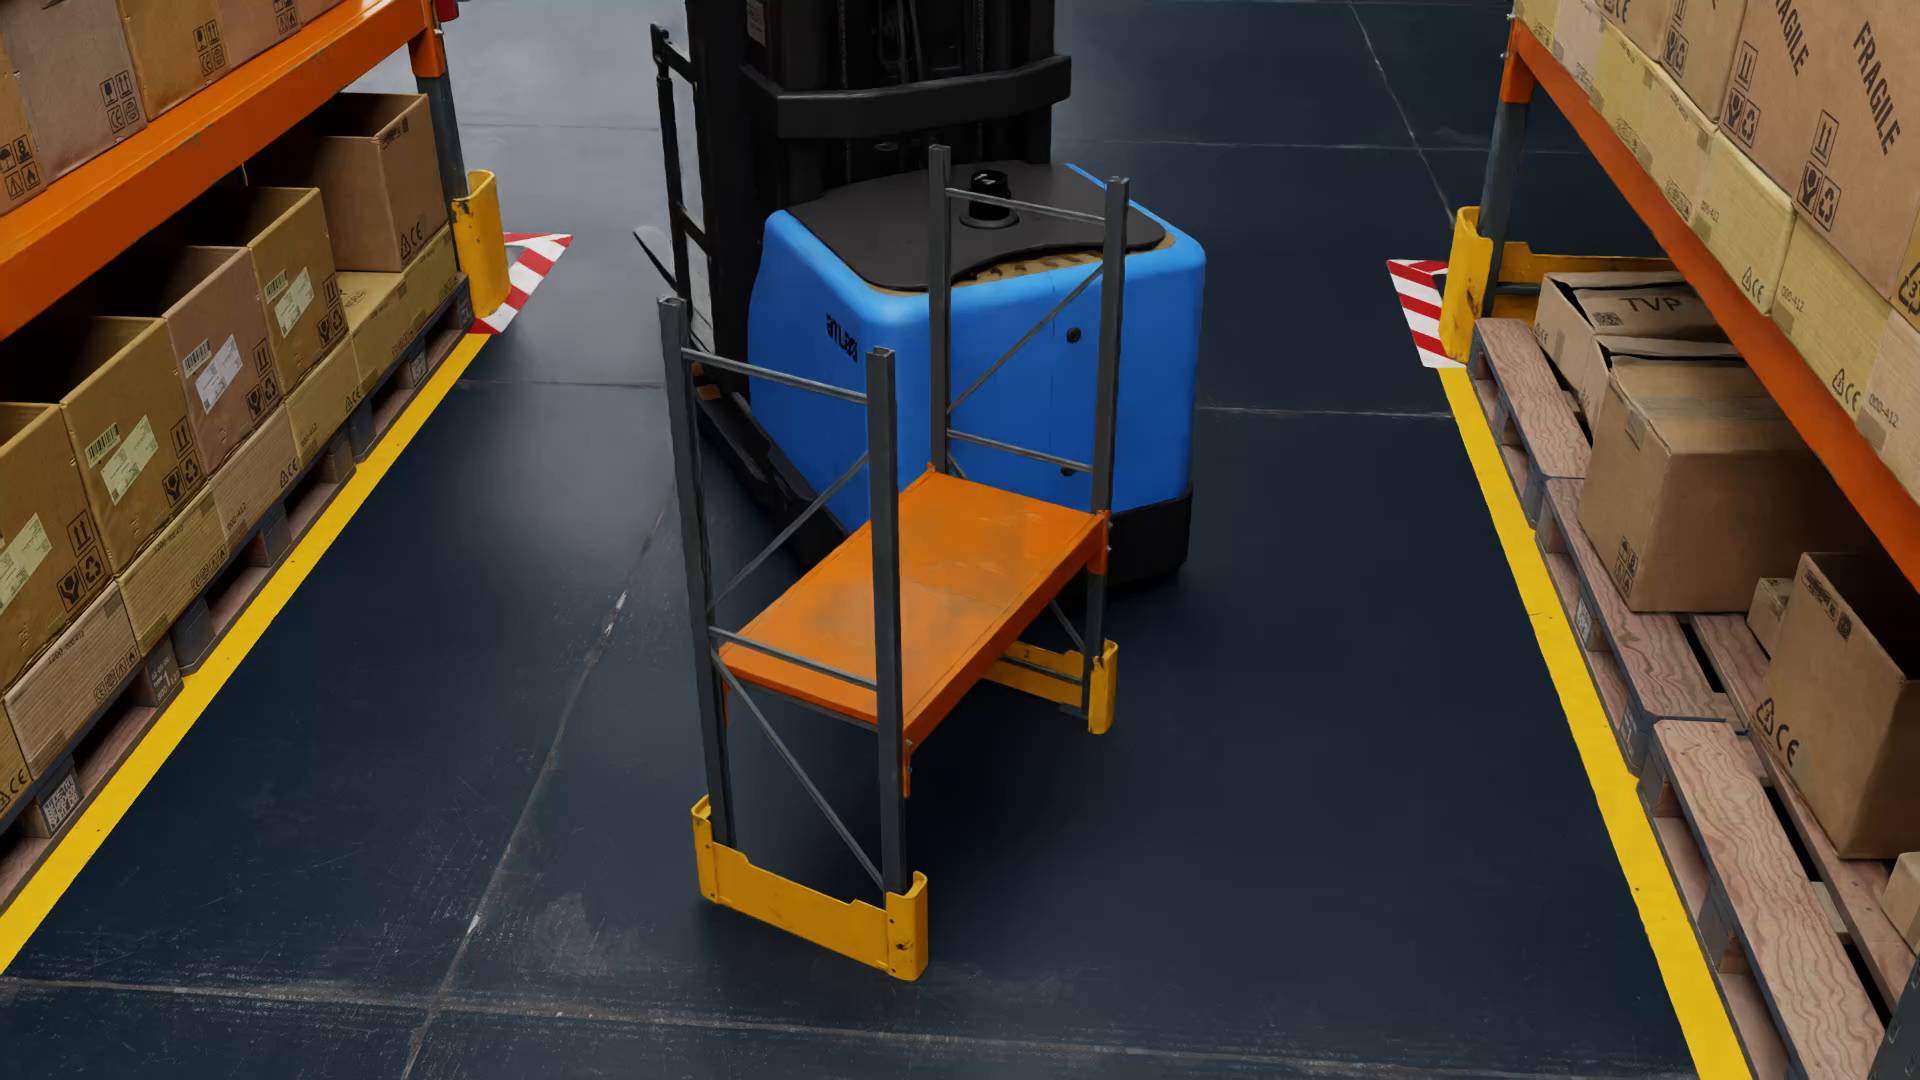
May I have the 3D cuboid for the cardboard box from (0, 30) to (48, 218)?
[{"bbox_3d":[-2.679,-0.989,3.900,0.700,0.500,0.500,3,32,5],"label":"cardboard box"}]

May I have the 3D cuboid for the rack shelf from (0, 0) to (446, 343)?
[{"bbox_3d":[-2.627,-0.915,4.562,1.077,0.370,4.000,2,32,4],"label":"rack shelf"}]

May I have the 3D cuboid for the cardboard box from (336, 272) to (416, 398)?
[{"bbox_3d":[-2.242,-0.720,5.780,0.500,0.250,0.500,2,32,4],"label":"cardboard box"}]

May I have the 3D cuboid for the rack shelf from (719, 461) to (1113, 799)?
[{"bbox_3d":[-0.095,0.167,3.892,0.538,0.185,1.000,16,35,24],"label":"rack shelf"}]

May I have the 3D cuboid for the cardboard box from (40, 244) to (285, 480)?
[{"bbox_3d":[-2.320,-0.517,4.735,0.500,0.500,0.500,2,32,4],"label":"cardboard box"}]

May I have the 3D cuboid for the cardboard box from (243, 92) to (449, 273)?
[{"bbox_3d":[-2.211,-1.301,6.009,0.500,0.500,0.500,2,32,4],"label":"cardboard box"}]

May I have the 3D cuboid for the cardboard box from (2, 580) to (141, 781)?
[{"bbox_3d":[-2.404,0.325,4.083,0.500,0.250,0.500,2,32,4],"label":"cardboard box"}]

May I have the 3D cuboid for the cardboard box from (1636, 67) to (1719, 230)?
[{"bbox_3d":[1.998,-0.958,4.069,0.500,0.250,0.500,3,32,4],"label":"cardboard box"}]

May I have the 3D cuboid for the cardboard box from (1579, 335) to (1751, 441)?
[{"bbox_3d":[2.281,-0.444,5.255,0.500,0.311,0.500,5,32,8],"label":"cardboard box"}]

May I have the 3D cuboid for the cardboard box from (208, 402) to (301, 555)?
[{"bbox_3d":[-2.324,-0.197,4.932,0.500,0.250,0.500,2,32,4],"label":"cardboard box"}]

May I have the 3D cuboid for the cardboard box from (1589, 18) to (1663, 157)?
[{"bbox_3d":[2.042,-1.222,4.498,0.500,0.250,0.500,2,32,3],"label":"cardboard box"}]

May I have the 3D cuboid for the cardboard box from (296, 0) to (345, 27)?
[{"bbox_3d":[-2.515,-2.066,5.648,0.700,0.500,0.500,2,32,4],"label":"cardboard box"}]

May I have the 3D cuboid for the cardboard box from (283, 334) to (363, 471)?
[{"bbox_3d":[-2.281,-0.459,5.356,0.500,0.250,0.500,2,32,4],"label":"cardboard box"}]

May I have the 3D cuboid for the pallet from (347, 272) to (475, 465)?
[{"bbox_3d":[-2.485,-0.678,6.150,1.003,0.211,1.213,2,32,4],"label":"pallet"}]

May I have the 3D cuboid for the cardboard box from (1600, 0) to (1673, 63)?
[{"bbox_3d":[2.036,-1.557,4.326,0.500,0.500,0.500,1,32,2],"label":"cardboard box"}]

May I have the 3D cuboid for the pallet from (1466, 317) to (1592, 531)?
[{"bbox_3d":[2.366,-0.407,5.710,1.003,0.211,1.213,2,32,4],"label":"pallet"}]

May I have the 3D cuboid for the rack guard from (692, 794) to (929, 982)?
[{"bbox_3d":[-0.340,0.779,3.748,0.587,0.250,0.087,16,35,24],"label":"rack guard"}]

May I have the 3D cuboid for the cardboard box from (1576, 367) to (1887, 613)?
[{"bbox_3d":[2.171,-0.143,4.586,0.700,0.500,0.500,1,32,1],"label":"cardboard box"}]

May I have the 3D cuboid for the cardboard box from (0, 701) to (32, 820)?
[{"bbox_3d":[-2.450,0.587,3.659,0.500,0.250,0.500,2,32,4],"label":"cardboard box"}]

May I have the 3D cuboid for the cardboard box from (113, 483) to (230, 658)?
[{"bbox_3d":[-2.358,0.064,4.507,0.500,0.250,0.500,2,32,4],"label":"cardboard box"}]

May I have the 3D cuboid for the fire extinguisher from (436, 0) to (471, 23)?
[{"bbox_3d":[-1.992,-2.276,6.158,0.296,0.674,0.183,2,32,4],"label":"fire extinguisher"}]

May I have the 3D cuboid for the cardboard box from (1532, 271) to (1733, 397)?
[{"bbox_3d":[2.327,-0.742,5.739,0.500,0.311,0.500,-1,32,-2],"label":"cardboard box"}]

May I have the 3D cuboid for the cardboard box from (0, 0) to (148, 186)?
[{"bbox_3d":[-2.638,-1.257,4.335,0.700,0.500,0.500,3,32,5],"label":"cardboard box"}]

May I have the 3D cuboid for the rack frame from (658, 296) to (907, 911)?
[{"bbox_3d":[-0.341,0.247,3.419,0.500,1.500,0.032,16,35,24],"label":"rack frame"}]

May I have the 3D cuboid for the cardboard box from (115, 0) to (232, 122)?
[{"bbox_3d":[-2.599,-1.532,4.781,0.700,0.500,0.500,3,32,4],"label":"cardboard box"}]

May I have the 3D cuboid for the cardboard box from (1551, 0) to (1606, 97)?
[{"bbox_3d":[2.089,-1.488,4.930,0.500,0.250,0.500,2,32,2],"label":"cardboard box"}]

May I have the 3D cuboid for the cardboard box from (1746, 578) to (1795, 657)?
[{"bbox_3d":[2.298,0.225,4.324,0.380,0.149,0.250,0,32,0],"label":"cardboard box"}]

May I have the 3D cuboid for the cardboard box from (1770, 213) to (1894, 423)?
[{"bbox_3d":[1.933,-0.431,3.215,0.500,0.250,0.500,3,32,4],"label":"cardboard box"}]

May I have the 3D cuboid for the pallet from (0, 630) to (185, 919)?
[{"bbox_3d":[-2.684,0.597,4.079,1.003,0.211,1.213,2,32,4],"label":"pallet"}]

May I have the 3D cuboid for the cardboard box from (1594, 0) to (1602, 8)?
[{"bbox_3d":[2.085,-1.827,4.764,0.500,0.500,0.500,3,32,4],"label":"cardboard box"}]

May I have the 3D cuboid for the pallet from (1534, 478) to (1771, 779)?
[{"bbox_3d":[2.264,0.229,4.677,1.003,0.211,1.213,2,32,4],"label":"pallet"}]

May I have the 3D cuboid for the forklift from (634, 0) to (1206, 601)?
[{"bbox_3d":[-0.402,-1.719,5.246,1.130,2.935,3.031,-14,34,-22],"label":"forklift"}]

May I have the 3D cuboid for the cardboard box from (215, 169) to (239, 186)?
[{"bbox_3d":[-2.769,-1.062,5.620,0.500,0.500,0.500,2,32,4],"label":"cardboard box"}]

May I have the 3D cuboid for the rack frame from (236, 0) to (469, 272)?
[{"bbox_3d":[-2.464,-2.267,6.070,1.000,3.000,0.127,2,32,4],"label":"rack frame"}]

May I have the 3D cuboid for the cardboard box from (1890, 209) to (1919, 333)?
[{"bbox_3d":[1.878,-0.490,2.596,0.500,0.500,0.500,2,32,4],"label":"cardboard box"}]

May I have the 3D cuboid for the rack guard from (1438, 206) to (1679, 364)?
[{"bbox_3d":[2.467,-0.954,6.321,1.175,0.500,0.348,2,32,4],"label":"rack guard"}]

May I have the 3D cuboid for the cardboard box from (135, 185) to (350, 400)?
[{"bbox_3d":[-2.278,-0.778,5.159,0.500,0.500,0.500,2,32,4],"label":"cardboard box"}]

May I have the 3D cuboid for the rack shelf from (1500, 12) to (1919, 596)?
[{"bbox_3d":[2.310,-0.705,4.221,1.077,0.370,4.000,2,32,4],"label":"rack shelf"}]

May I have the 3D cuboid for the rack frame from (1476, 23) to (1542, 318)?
[{"bbox_3d":[2.473,-2.058,5.730,1.000,3.000,0.127,2,32,4],"label":"rack frame"}]

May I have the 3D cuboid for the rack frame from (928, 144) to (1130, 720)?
[{"bbox_3d":[0.151,-0.219,4.176,0.500,1.500,0.032,16,35,24],"label":"rack frame"}]

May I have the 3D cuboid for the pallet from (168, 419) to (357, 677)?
[{"bbox_3d":[-2.587,-0.042,5.117,1.003,0.211,1.213,2,32,4],"label":"pallet"}]

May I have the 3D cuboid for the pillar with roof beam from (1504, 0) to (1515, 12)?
[{"bbox_3d":[-0.524,-7.530,8.891,9.100,9.000,0.400,2,32,4],"label":"pillar with roof beam"}]

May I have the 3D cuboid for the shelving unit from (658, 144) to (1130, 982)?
[{"bbox_3d":[-0.099,0.018,3.791,0.587,1.500,1.083,16,35,24],"label":"shelving unit"}]

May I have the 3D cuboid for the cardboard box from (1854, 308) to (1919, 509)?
[{"bbox_3d":[1.884,-0.171,2.793,0.500,0.250,0.500,3,32,4],"label":"cardboard box"}]

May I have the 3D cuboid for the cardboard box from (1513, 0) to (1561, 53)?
[{"bbox_3d":[2.117,-1.761,5.372,0.500,0.250,0.500,2,32,3],"label":"cardboard box"}]

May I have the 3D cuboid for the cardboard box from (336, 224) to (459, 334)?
[{"bbox_3d":[-2.214,-0.982,6.205,0.500,0.250,0.500,2,32,4],"label":"cardboard box"}]

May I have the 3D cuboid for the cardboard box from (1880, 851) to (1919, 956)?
[{"bbox_3d":[2.161,0.772,3.420,0.380,0.166,0.250,-2,32,-2],"label":"cardboard box"}]

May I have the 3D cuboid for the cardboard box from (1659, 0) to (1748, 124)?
[{"bbox_3d":[2.006,-1.286,3.887,0.500,0.500,0.500,3,32,6],"label":"cardboard box"}]

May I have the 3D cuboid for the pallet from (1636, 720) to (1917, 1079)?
[{"bbox_3d":[2.167,0.869,3.639,1.003,0.211,1.213,2,32,4],"label":"pallet"}]

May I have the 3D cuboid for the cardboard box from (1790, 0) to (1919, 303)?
[{"bbox_3d":[1.913,-0.751,3.019,0.500,0.500,0.500,2,32,4],"label":"cardboard box"}]

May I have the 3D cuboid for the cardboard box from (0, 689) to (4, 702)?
[{"bbox_3d":[-2.440,0.268,3.462,0.500,0.500,0.500,2,32,4],"label":"cardboard box"}]

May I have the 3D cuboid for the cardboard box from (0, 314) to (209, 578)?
[{"bbox_3d":[-2.359,-0.255,4.311,0.500,0.500,0.500,2,32,4],"label":"cardboard box"}]

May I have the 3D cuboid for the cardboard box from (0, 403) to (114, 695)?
[{"bbox_3d":[-2.407,0.006,3.887,0.500,0.500,0.500,2,32,4],"label":"cardboard box"}]

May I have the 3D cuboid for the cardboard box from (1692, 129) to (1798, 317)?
[{"bbox_3d":[1.958,-0.695,3.643,0.500,0.250,0.500,2,32,4],"label":"cardboard box"}]

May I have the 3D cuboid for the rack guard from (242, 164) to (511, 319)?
[{"bbox_3d":[-2.462,-1.216,6.746,1.175,0.500,0.348,2,32,4],"label":"rack guard"}]

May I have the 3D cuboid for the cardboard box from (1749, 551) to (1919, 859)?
[{"bbox_3d":[2.192,0.367,3.759,0.500,0.500,0.500,0,32,0],"label":"cardboard box"}]

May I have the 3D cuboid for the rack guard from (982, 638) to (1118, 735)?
[{"bbox_3d":[0.142,0.322,4.490,0.587,0.250,0.087,16,35,24],"label":"rack guard"}]

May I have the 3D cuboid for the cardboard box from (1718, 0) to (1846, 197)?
[{"bbox_3d":[1.964,-1.014,3.446,0.500,0.500,0.500,2,32,3],"label":"cardboard box"}]

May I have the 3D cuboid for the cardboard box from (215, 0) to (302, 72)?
[{"bbox_3d":[-2.553,-1.791,5.202,0.700,0.500,0.500,3,32,5],"label":"cardboard box"}]
